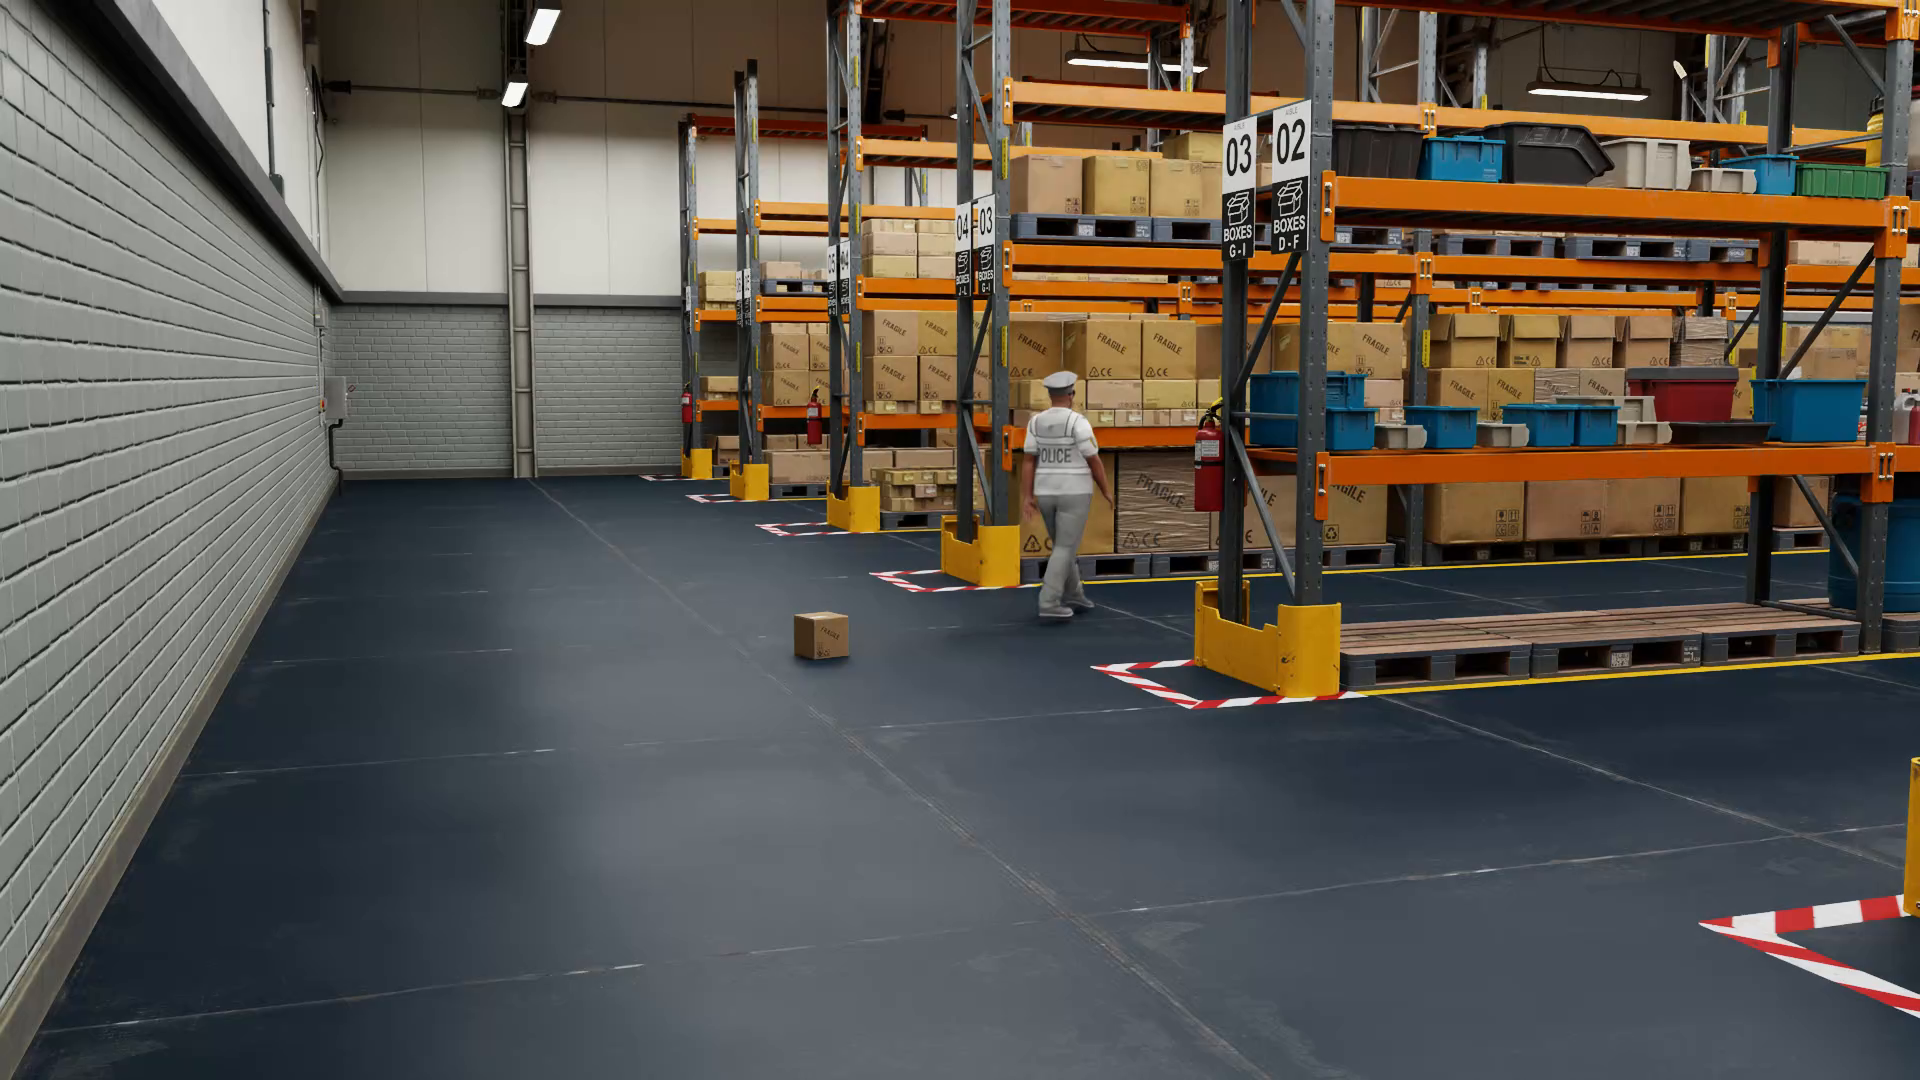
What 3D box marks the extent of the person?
[{"bbox_3d":[0.819,-0.325,11.883,0.534,1.761,0.894,5,8,40],"label":"person"}]
